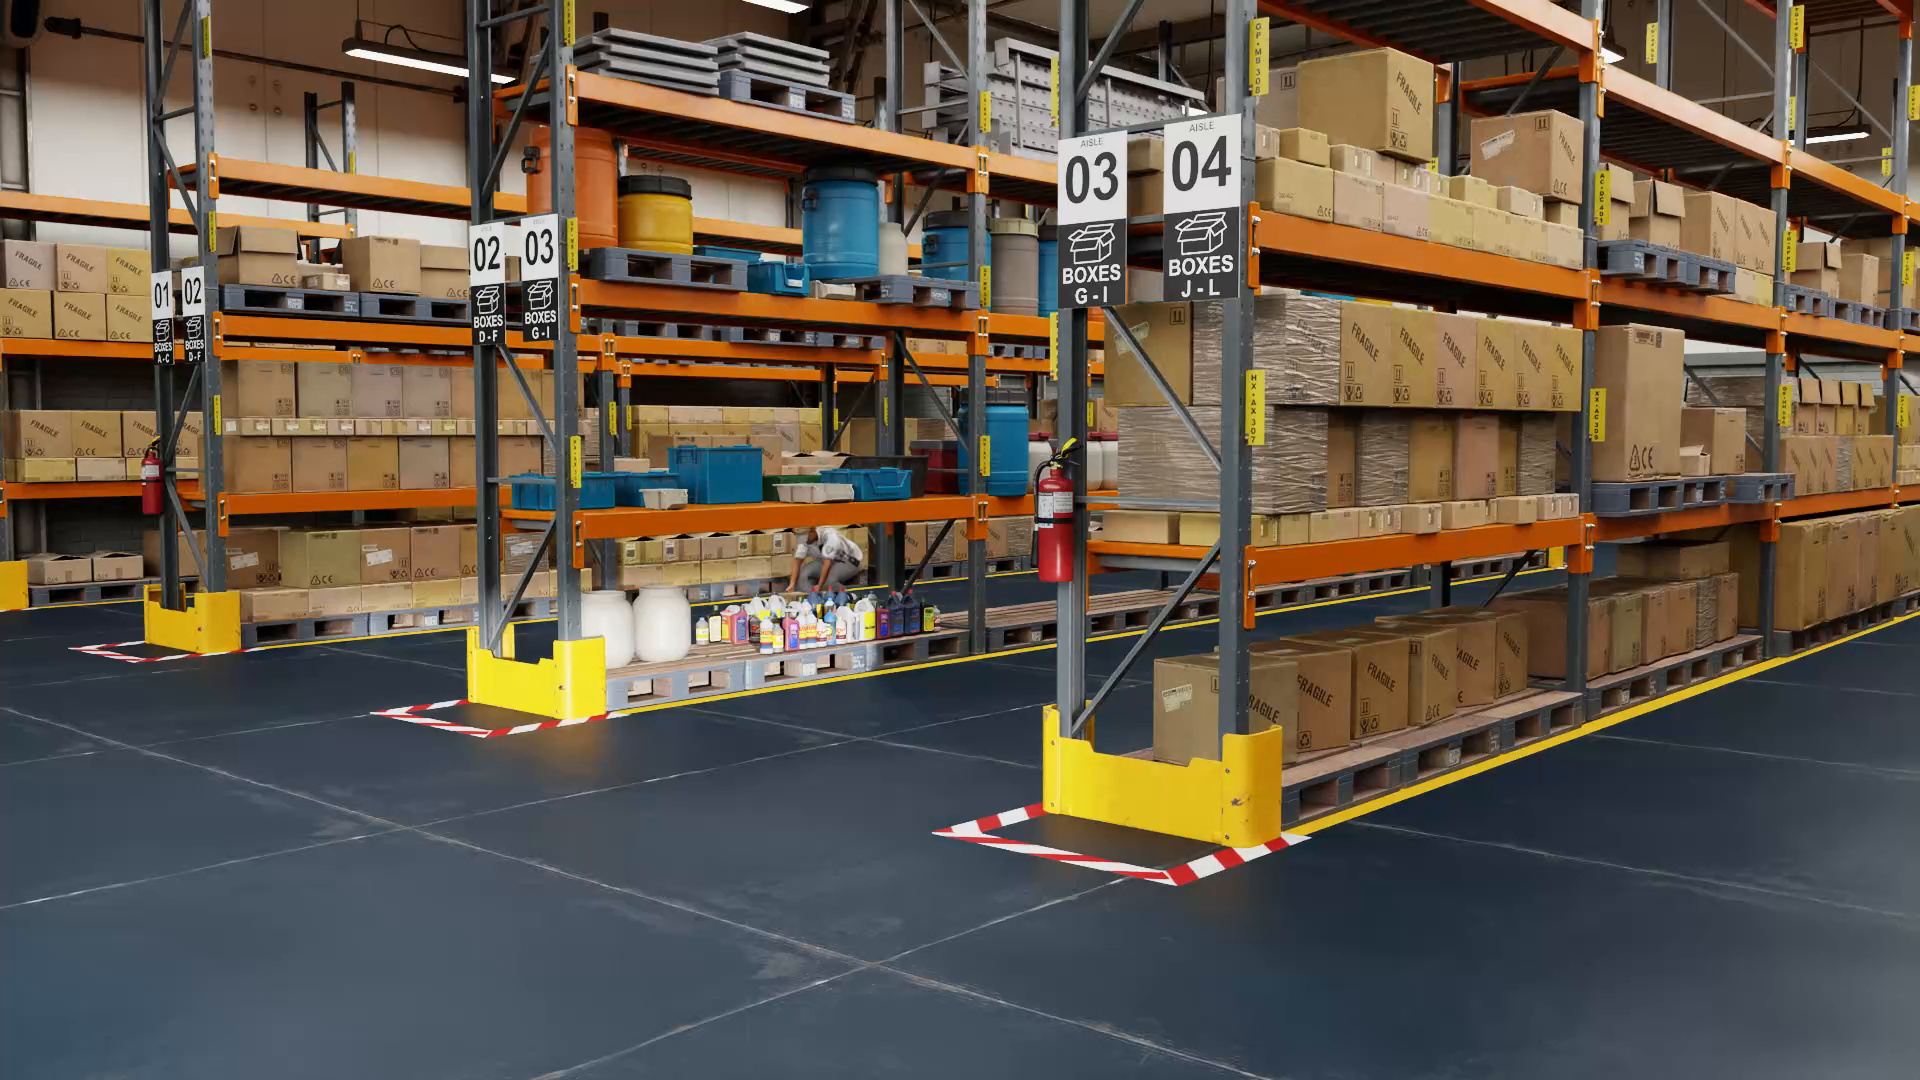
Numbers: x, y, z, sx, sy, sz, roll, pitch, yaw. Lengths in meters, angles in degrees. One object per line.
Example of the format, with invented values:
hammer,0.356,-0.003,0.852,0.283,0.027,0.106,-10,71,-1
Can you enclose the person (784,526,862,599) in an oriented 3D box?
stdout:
person,-1.344,0.268,16.603,0.522,0.992,0.846,3,5,41
